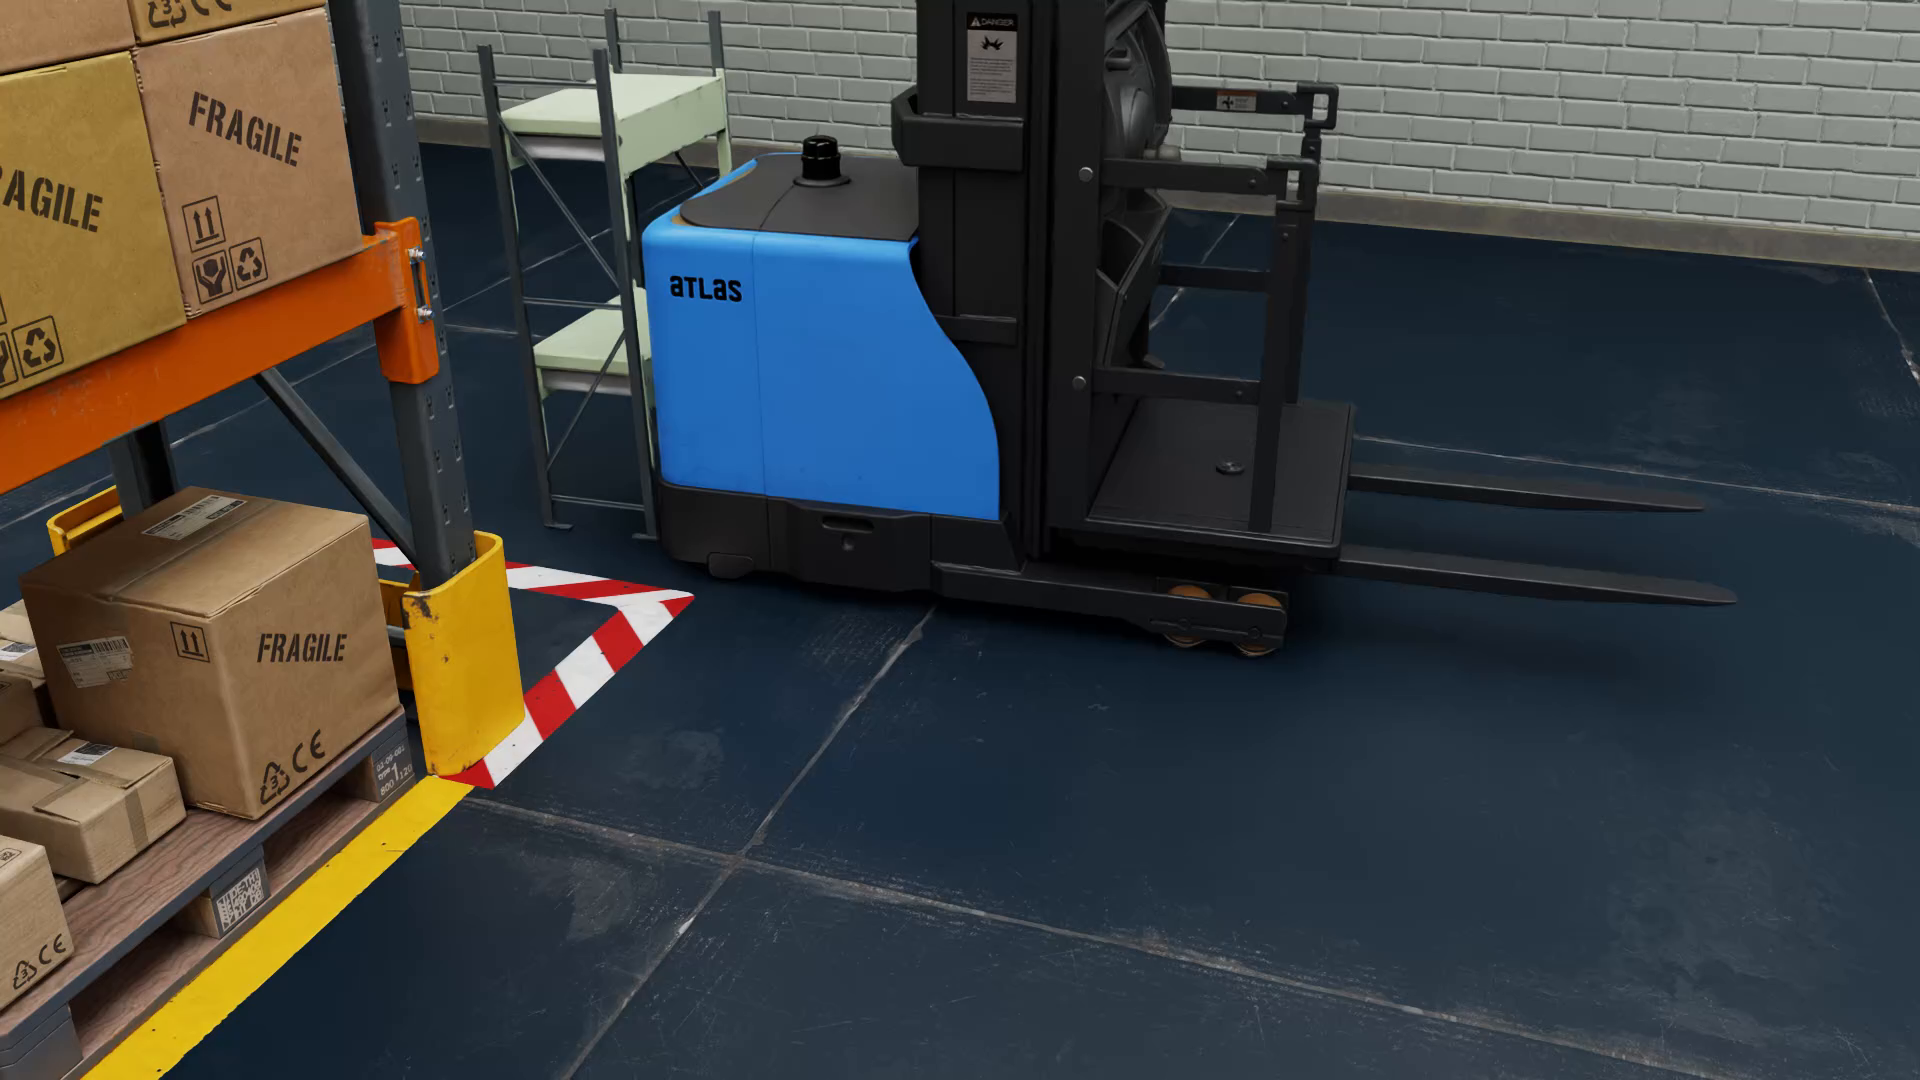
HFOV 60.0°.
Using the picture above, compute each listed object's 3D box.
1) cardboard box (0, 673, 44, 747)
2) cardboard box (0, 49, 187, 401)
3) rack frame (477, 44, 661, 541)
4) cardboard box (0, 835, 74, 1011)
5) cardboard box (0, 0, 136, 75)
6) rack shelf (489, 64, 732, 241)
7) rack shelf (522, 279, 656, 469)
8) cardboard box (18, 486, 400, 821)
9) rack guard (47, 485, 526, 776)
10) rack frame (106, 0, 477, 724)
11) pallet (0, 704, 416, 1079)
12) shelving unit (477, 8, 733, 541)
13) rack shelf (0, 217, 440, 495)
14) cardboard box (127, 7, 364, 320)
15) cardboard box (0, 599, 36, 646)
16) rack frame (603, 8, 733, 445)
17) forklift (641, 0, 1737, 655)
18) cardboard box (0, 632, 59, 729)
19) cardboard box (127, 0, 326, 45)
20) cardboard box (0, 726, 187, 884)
[{"bbox_3d":[-2.305,0.475,3.477,0.500,0.250,0.500,9,27,17],"label":"cardboard box"},{"bbox_3d":[-1.751,-0.560,2.850,0.500,0.500,0.500,9,27,18],"label":"cardboard box"},{"bbox_3d":[-1.153,-0.700,4.963,0.400,1.500,0.023,7,27,16],"label":"rack frame"},{"bbox_3d":[-1.983,0.732,2.946,0.500,0.250,0.500,9,27,17],"label":"cardboard box"},{"bbox_3d":[-1.746,-1.017,2.646,0.500,0.500,0.500,10,27,19],"label":"cardboard box"},{"bbox_3d":[-1.050,-1.205,5.110,0.431,0.370,0.720,7,27,16],"label":"rack shelf"},{"bbox_3d":[-1.035,-0.558,5.417,0.431,0.370,0.720,7,27,16],"label":"rack shelf"},{"bbox_3d":[-1.638,0.234,3.688,0.500,0.500,0.500,9,27,17],"label":"cardboard box"},{"bbox_3d":[-1.715,0.204,4.255,1.175,0.500,0.348,9,27,17],"label":"rack guard"},{"bbox_3d":[-1.690,-0.952,3.775,1.000,3.000,0.127,9,27,17],"label":"rack frame"},{"bbox_3d":[-1.979,0.662,3.641,1.003,0.211,1.213,9,27,17],"label":"pallet"},{"bbox_3d":[-1.042,-0.852,5.277,0.431,1.500,0.755,7,27,16],"label":"shelving unit"},{"bbox_3d":[-2.355,0.193,2.234,1.077,0.370,4.000,9,27,17],"label":"rack shelf"},{"bbox_3d":[-1.582,-0.774,3.291,0.500,0.500,0.500,10,27,19],"label":"cardboard box"},{"bbox_3d":[-2.153,0.255,4.048,0.380,0.149,0.250,9,27,17],"label":"cardboard box"},{"bbox_3d":[-0.931,-1.004,5.591,0.400,1.500,0.023,7,27,16],"label":"rack frame"},{"bbox_3d":[0.673,-1.259,4.486,3.031,2.935,1.130,6,27,13],"label":"forklift"},{"bbox_3d":[-2.236,0.350,3.832,0.380,0.166,0.250,9,27,17],"label":"cardboard box"},{"bbox_3d":[-1.579,-1.225,3.075,0.500,0.500,0.500,9,27,17],"label":"cardboard box"},{"bbox_3d":[-1.858,0.537,3.444,0.380,0.166,0.250,9,27,17],"label":"cardboard box"}]
